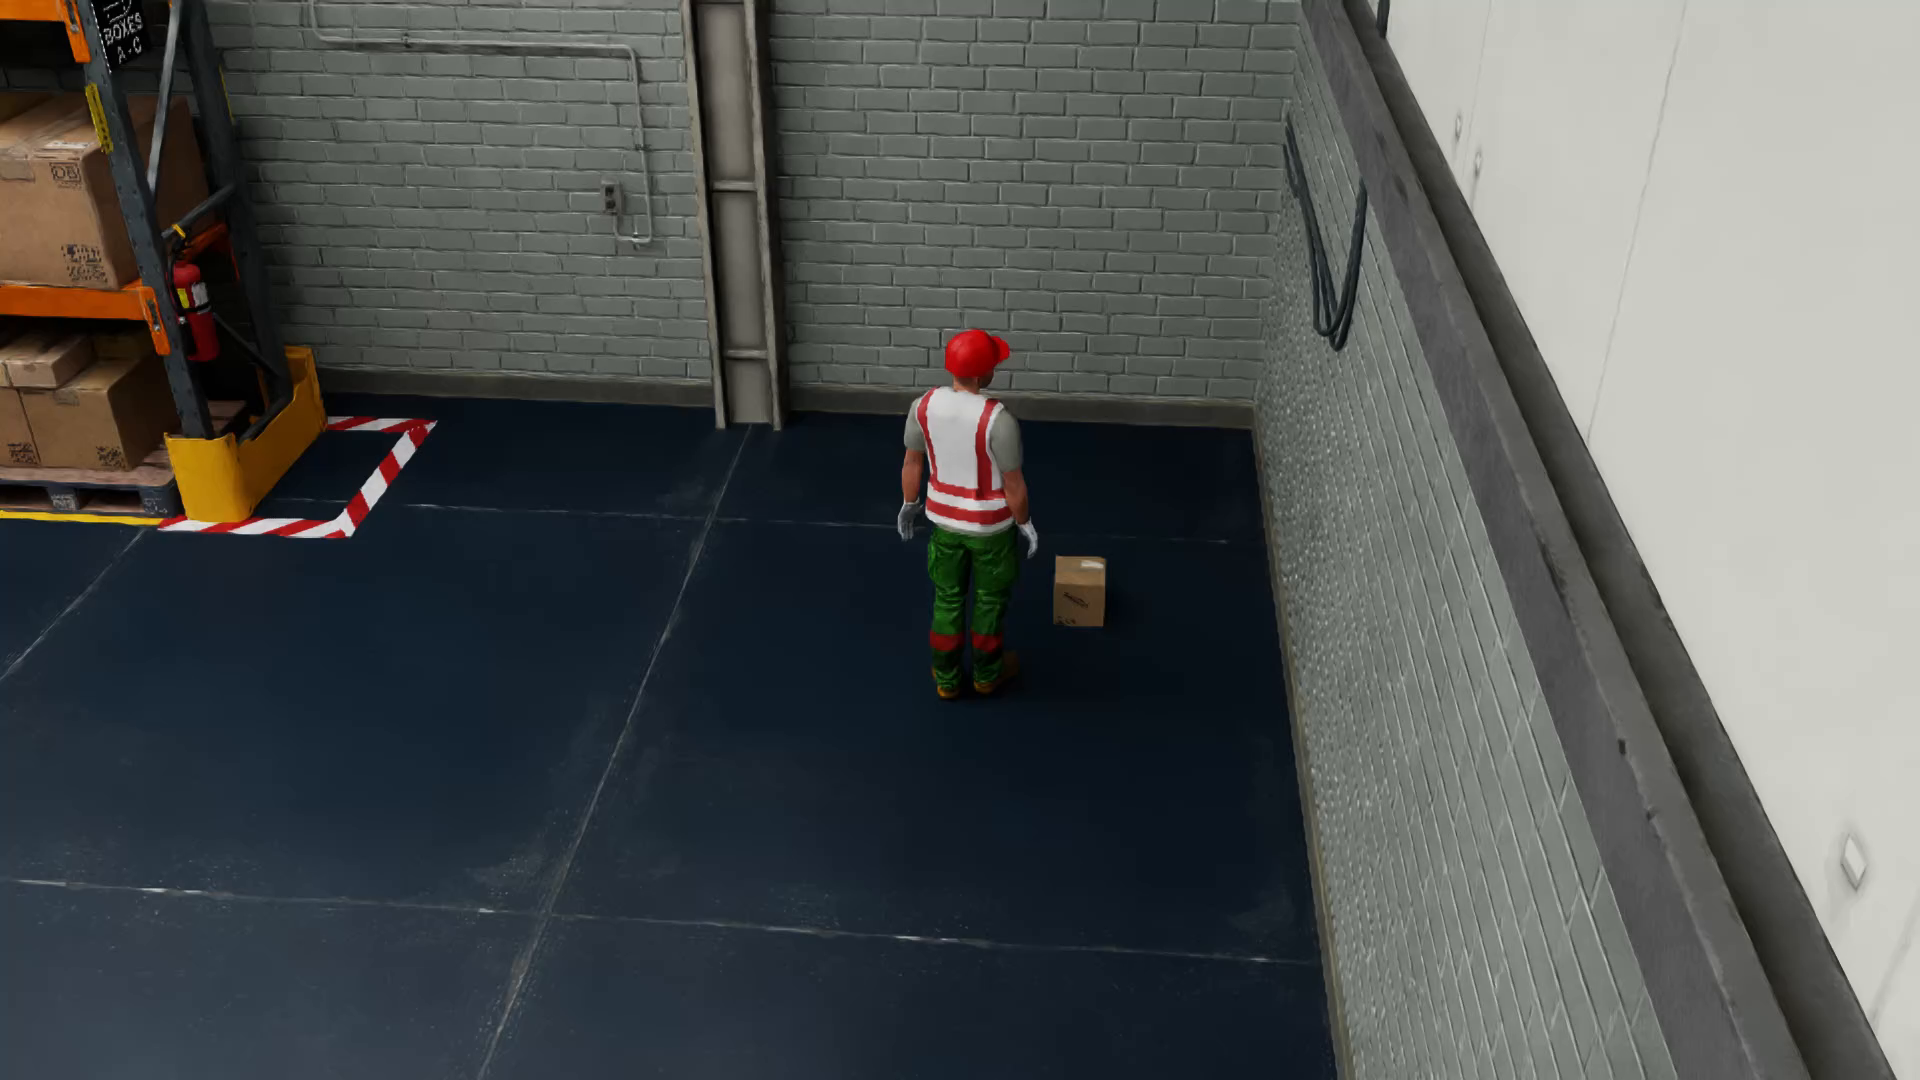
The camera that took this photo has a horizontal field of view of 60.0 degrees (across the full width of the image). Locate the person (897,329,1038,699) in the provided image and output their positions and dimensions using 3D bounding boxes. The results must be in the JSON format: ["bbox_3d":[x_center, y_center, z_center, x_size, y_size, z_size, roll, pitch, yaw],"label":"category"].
[{"bbox_3d":[0.051,-0.118,7.252,0.648,1.791,0.428,15,35,22],"label":"person"}]
